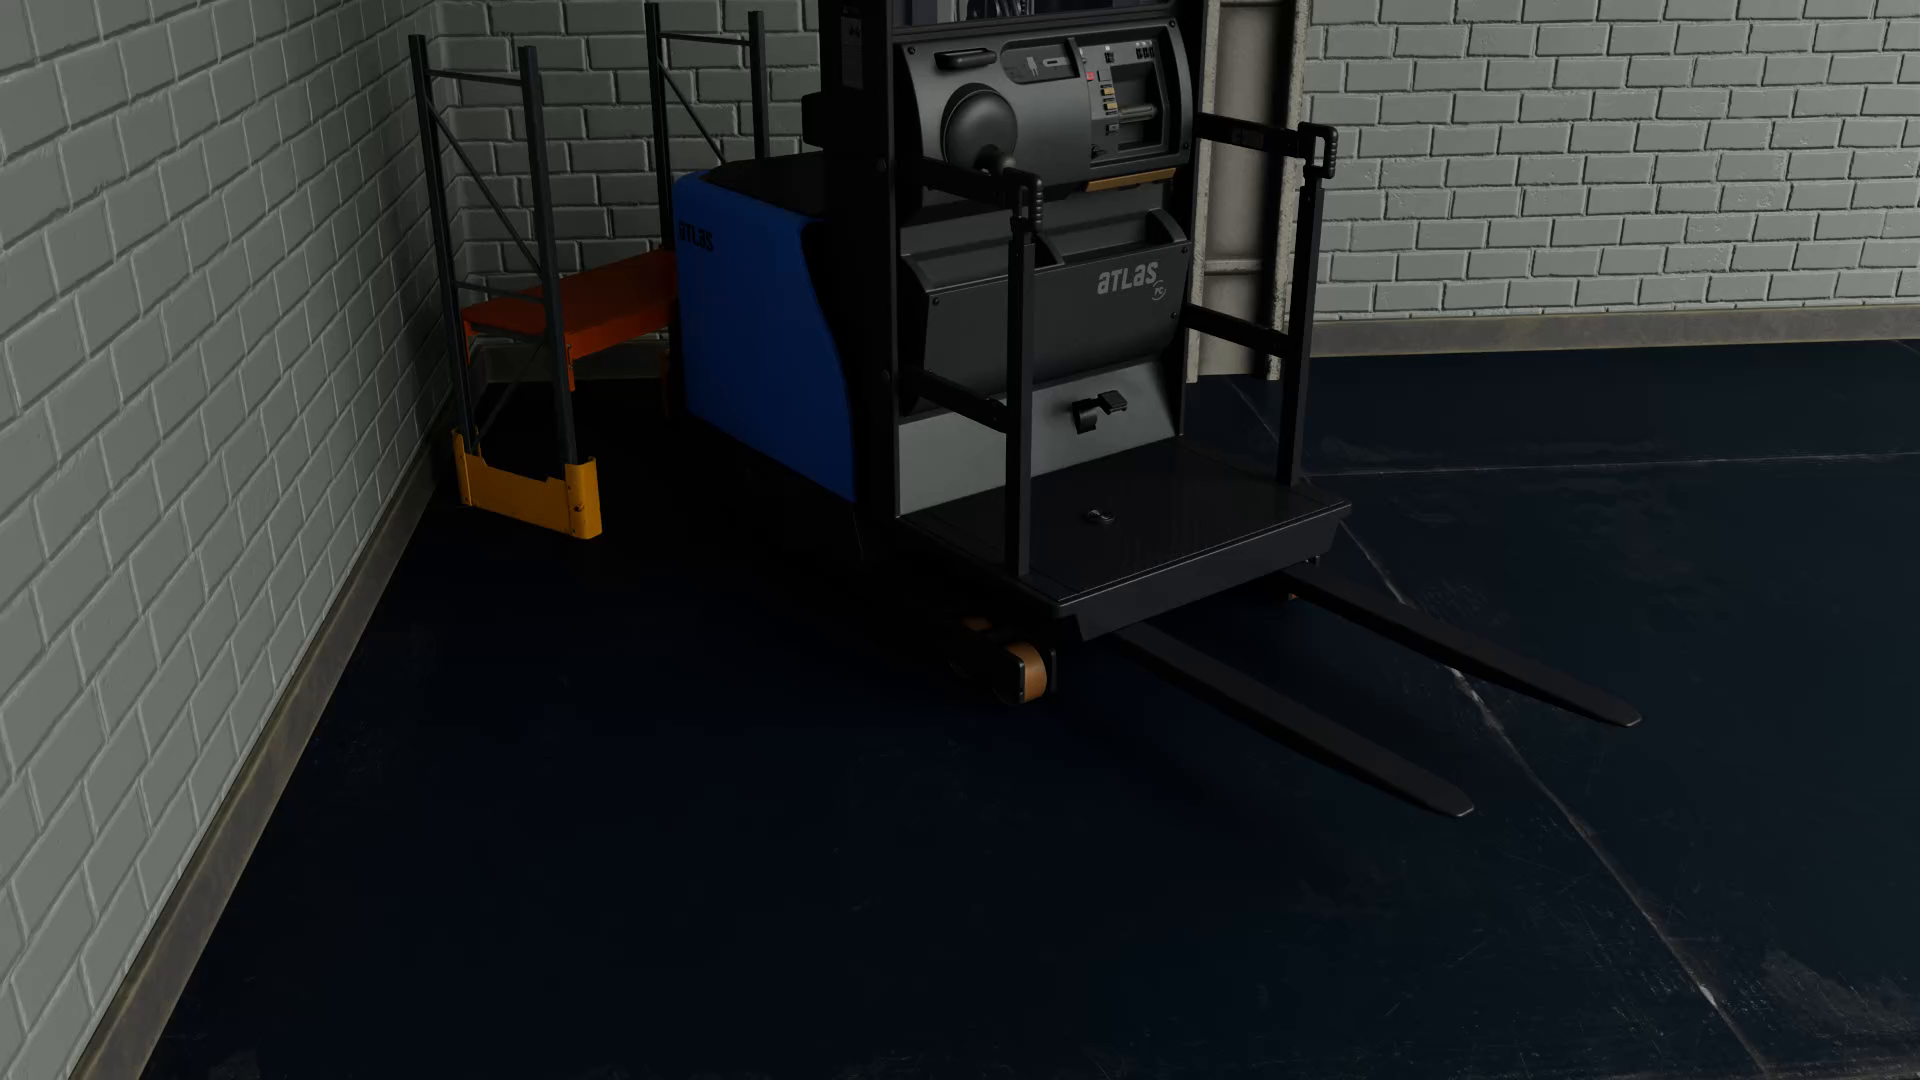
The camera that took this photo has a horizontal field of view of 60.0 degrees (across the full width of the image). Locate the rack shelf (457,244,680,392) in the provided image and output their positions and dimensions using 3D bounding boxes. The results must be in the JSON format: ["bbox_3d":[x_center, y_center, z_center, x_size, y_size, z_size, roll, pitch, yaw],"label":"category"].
[{"bbox_3d":[-1.139,-0.765,5.568,0.538,0.185,1.000,15,28,30],"label":"rack shelf"}]

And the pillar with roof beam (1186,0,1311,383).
[{"bbox_3d":[1.500,-3.073,1.084,0.400,9.000,9.100,-2,24,-5],"label":"pillar with roof beam"}]

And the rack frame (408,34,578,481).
[{"bbox_3d":[-1.413,-0.756,5.104,0.500,1.500,0.032,15,28,30],"label":"rack frame"}]

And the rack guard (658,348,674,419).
[{"bbox_3d":[-0.865,-0.532,6.139,0.587,0.250,0.087,15,28,30],"label":"rack guard"}]

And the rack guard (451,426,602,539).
[{"bbox_3d":[-1.403,-0.192,5.373,0.587,0.250,0.087,15,28,30],"label":"rack guard"}]

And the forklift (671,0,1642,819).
[{"bbox_3d":[0.376,-1.138,4.201,1.130,2.935,3.031,-17,29,-33],"label":"forklift"}]

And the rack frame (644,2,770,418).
[{"bbox_3d":[-0.864,-1.104,5.886,0.500,1.500,0.032,15,28,30],"label":"rack frame"}]

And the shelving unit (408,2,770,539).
[{"bbox_3d":[-1.134,-0.933,5.502,0.587,1.500,1.083,15,28,30],"label":"shelving unit"}]
